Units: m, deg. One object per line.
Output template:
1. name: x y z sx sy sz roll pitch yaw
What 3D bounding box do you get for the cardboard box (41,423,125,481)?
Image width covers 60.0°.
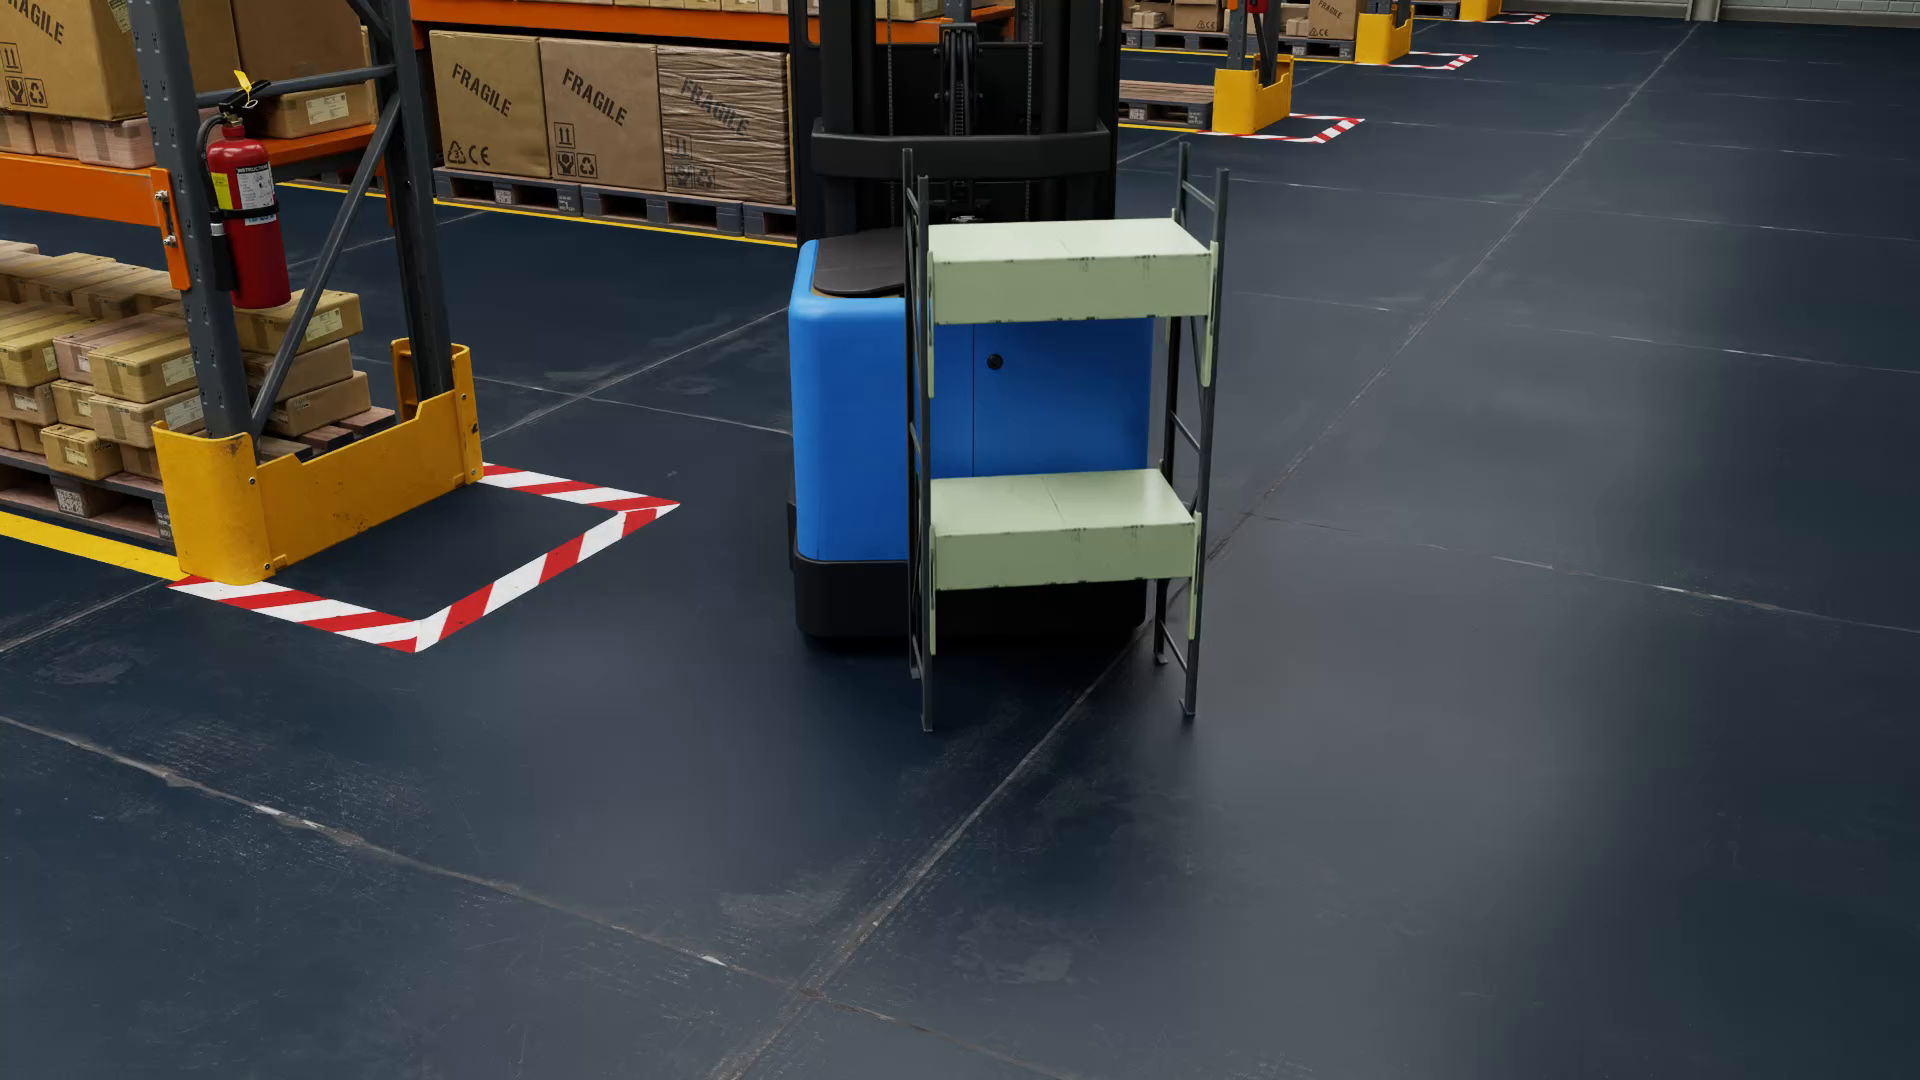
1. cardboard box: -2.974 -0.355 5.858 0.250 0.149 0.380 12 26 26

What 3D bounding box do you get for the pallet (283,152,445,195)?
1. pallet: -4.099 -2.691 11.807 1.213 0.211 1.003 11 25 25

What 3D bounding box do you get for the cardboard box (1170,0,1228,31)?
1. cardboard box: 2.776 -6.047 18.764 0.637 0.503 0.797 11 25 25

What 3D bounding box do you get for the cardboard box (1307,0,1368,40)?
1. cardboard box: 4.070 -5.679 17.903 0.500 0.500 0.500 11 25 25

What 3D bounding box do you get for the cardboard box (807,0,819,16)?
1. cardboard box: -0.730 -3.080 9.481 0.250 0.149 0.380 11 26 25

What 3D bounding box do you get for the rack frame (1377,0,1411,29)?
1. rack frame: 4.666 -6.617 17.476 0.127 3.000 1.000 11 25 25

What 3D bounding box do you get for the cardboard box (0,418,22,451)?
1. cardboard box: -3.397 -0.471 6.130 0.250 0.149 0.380 11 26 25

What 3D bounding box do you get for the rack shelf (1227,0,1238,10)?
1. rack shelf: 0.643 -4.910 14.381 4.000 0.370 1.077 11 25 25

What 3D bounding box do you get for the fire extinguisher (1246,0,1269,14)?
1. fire extinguisher: 2.358 -4.495 13.062 0.183 0.674 0.296 11 25 25

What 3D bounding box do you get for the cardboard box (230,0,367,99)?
1. cardboard box: -2.411 -1.802 5.646 0.500 0.500 0.500 13 26 27

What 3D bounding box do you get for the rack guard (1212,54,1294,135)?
1. rack guard: 2.455 -3.738 13.900 0.348 0.500 1.175 11 25 25

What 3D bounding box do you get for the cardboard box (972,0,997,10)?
1. cardboard box: 0.025 -3.220 9.810 0.250 0.149 0.380 12 26 25

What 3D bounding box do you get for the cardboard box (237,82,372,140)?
1. cardboard box: -2.276 -1.499 5.764 0.250 0.149 0.380 11 25 24

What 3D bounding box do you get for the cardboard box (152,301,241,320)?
1. cardboard box: -2.749 -0.816 6.182 0.250 0.149 0.380 12 26 25

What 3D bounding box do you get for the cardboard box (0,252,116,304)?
1. cardboard box: -3.633 -1.035 6.697 0.250 0.149 0.380 12 26 25

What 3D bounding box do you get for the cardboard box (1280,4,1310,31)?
1. cardboard box: 3.863 -5.837 18.595 0.500 0.250 0.500 11 25 25

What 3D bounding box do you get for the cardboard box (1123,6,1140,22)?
1. cardboard box: 2.095 -6.167 19.499 0.250 0.149 0.380 11 25 25

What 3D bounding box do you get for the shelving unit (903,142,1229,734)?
1. shelving unit: 0.252 -0.261 4.448 0.755 1.500 0.431 -3 23 -7

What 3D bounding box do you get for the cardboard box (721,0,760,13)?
1. cardboard box: -1.185 -3.170 9.692 0.250 0.149 0.380 11 25 23

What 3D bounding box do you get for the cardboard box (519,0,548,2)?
1. cardboard box: -2.557 -3.442 10.331 0.250 0.149 0.380 10 25 23

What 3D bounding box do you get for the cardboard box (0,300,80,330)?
1. cardboard box: -3.411 -0.737 5.996 0.250 0.149 0.380 10 25 22

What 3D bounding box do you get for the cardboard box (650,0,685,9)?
1. cardboard box: -1.637 -3.260 9.904 0.250 0.149 0.380 12 26 26

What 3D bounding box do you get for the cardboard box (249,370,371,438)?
1. cardboard box: -2.458 -0.529 6.267 0.250 0.149 0.380 12 26 26

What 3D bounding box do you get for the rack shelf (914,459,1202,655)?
1. rack shelf: 0.252 0.039 4.576 0.720 0.370 0.431 -3 23 -7

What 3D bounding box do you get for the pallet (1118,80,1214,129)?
1. pallet: 1.710 -3.764 14.330 1.213 0.211 1.003 11 25 25

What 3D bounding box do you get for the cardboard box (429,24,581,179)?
1. cardboard box: -2.824 -2.935 10.997 0.875 0.875 0.875 11 25 25

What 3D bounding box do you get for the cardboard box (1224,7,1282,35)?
1. cardboard box: 3.236 -5.742 18.371 0.500 0.250 0.500 11 25 25

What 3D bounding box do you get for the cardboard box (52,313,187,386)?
1. cardboard box: -2.920 -0.668 5.833 0.250 0.149 0.380 12 26 26

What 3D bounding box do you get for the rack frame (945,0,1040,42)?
1. rack frame: 0.193 -3.158 9.342 0.127 3.000 1.000 11 25 25

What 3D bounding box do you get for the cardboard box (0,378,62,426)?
1. cardboard box: -3.199 -0.546 5.928 0.250 0.149 0.380 10 25 22

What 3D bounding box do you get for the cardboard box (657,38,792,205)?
1. cardboard box: -1.226 -2.619 10.254 0.875 0.875 0.875 11 25 25

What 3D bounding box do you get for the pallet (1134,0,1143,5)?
1. pallet: 2.606 -7.881 24.011 1.213 0.211 1.003 11 25 25

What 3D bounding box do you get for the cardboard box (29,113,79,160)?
1. cardboard box: -2.758 -1.344 5.397 0.250 0.149 0.380 11 25 24

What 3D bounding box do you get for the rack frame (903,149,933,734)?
1. rack frame: -0.111 -0.243 4.404 0.023 1.500 0.400 -3 23 -7

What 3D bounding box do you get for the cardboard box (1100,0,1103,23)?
1. cardboard box: 1.374 -6.139 19.225 0.500 0.311 0.500 11 25 25

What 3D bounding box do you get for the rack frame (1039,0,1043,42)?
1. rack frame: 1.097 -7.323 19.137 0.127 3.000 1.000 11 25 25

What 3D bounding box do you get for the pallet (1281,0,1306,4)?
1. pallet: 5.065 -7.394 22.867 1.213 0.211 1.003 11 25 25

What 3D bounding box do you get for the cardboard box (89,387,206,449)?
1. cardboard box: -2.735 -0.455 5.713 0.250 0.149 0.380 10 25 23

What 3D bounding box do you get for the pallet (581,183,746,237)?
1. pallet: -1.640 -2.204 10.663 1.213 0.211 1.003 11 25 25

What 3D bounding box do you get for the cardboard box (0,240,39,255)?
1. cardboard box: -4.072 -1.128 6.916 0.250 0.149 0.380 10 25 23

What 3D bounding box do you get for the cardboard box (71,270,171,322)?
1. cardboard box: -3.175 -0.920 6.427 0.250 0.149 0.380 10 25 22

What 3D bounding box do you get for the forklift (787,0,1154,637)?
1. forklift: -0.027 -1.595 5.754 1.130 2.935 3.031 -1 23 -2

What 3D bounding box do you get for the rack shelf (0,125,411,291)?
1. rack shelf: -3.920 -1.465 6.282 4.000 0.370 1.077 11 25 25

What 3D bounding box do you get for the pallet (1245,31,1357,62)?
1. pallet: 3.887 -5.487 18.384 1.213 0.211 1.003 11 25 25

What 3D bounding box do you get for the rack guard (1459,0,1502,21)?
1. rack guard: 6.920 -7.193 22.025 0.348 0.500 1.175 11 25 25

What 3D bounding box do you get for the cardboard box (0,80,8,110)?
1. cardboard box: -3.109 -1.708 5.426 0.500 0.500 0.500 11 25 24

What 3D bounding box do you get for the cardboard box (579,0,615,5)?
1. cardboard box: -2.106 -3.351 10.119 0.250 0.149 0.380 12 26 25

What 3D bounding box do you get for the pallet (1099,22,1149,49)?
1. pallet: 1.709 -5.918 19.397 1.213 0.211 1.003 11 25 25
